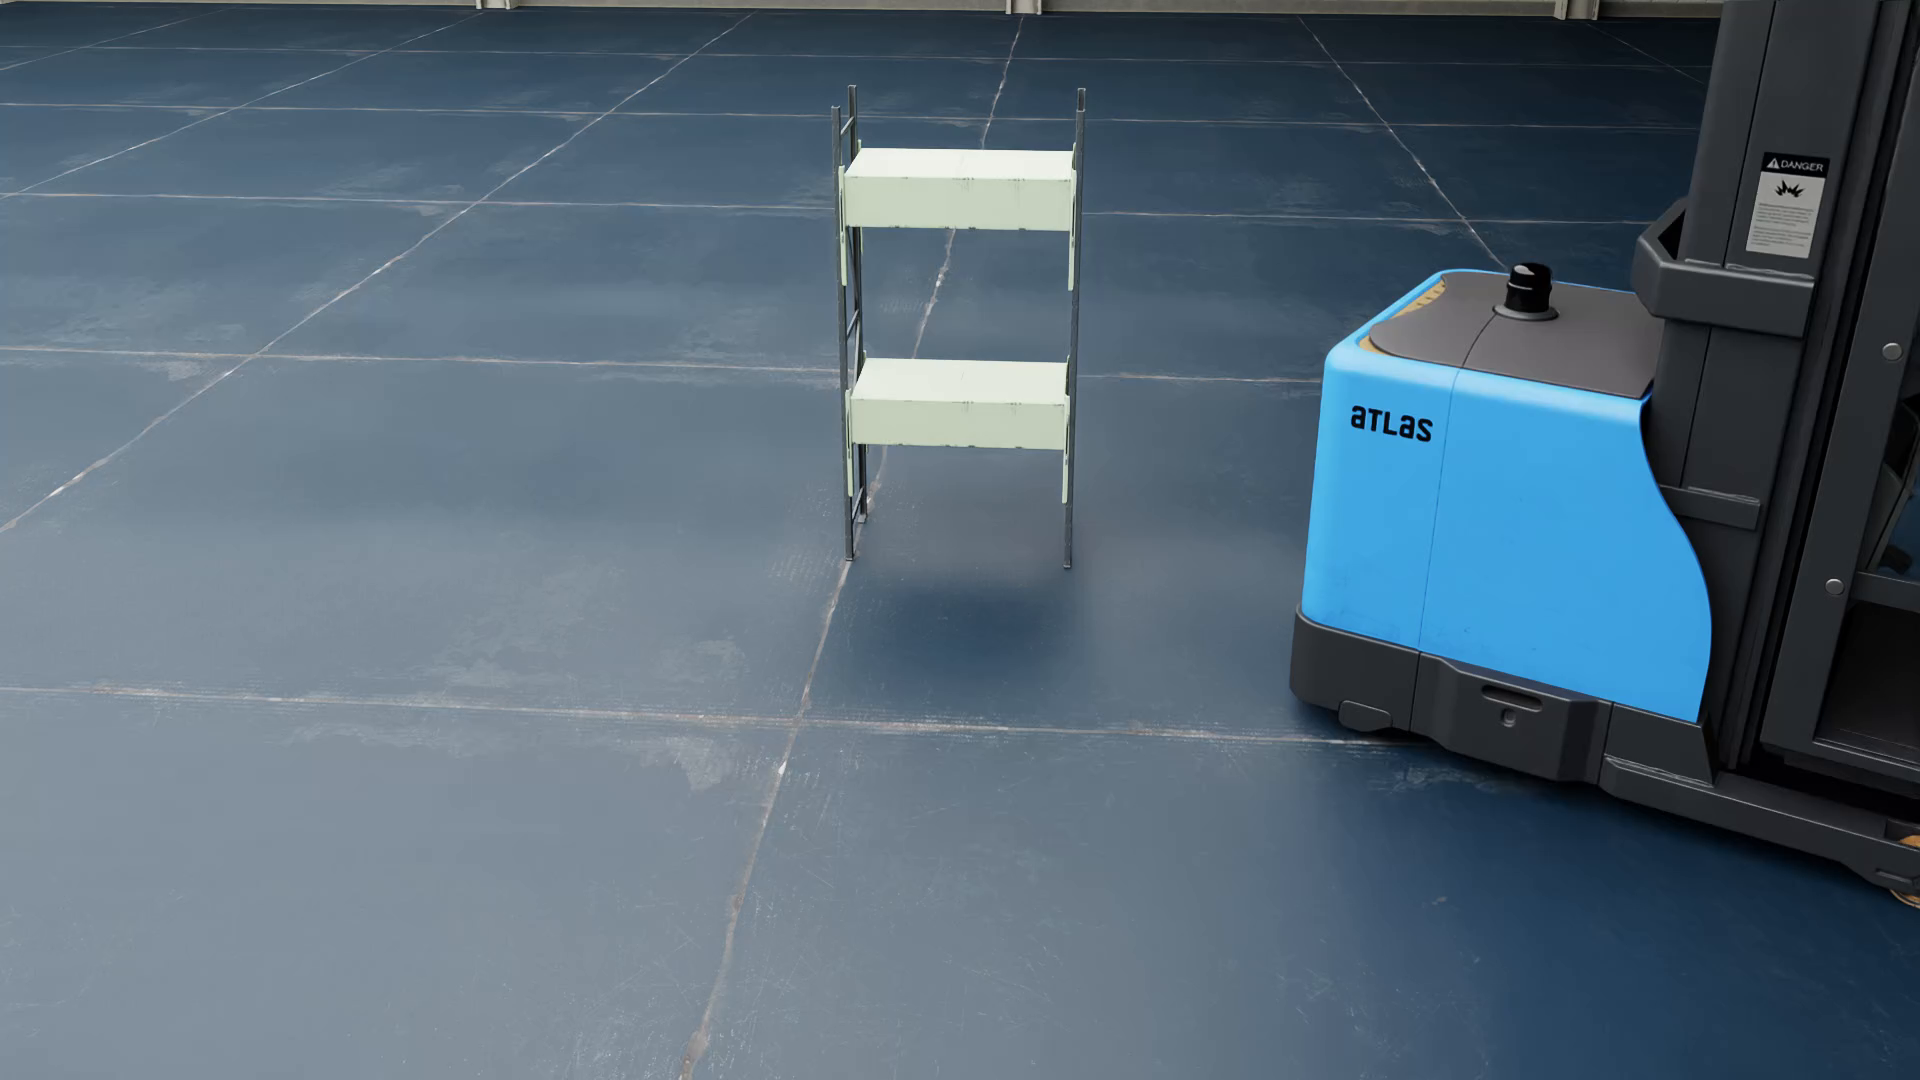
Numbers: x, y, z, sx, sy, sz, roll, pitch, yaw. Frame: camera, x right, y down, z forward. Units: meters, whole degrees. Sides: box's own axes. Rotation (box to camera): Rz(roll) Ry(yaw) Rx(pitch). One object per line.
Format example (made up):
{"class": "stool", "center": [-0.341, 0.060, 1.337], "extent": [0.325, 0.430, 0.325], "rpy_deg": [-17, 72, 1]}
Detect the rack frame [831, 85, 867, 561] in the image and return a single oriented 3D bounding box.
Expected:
{"class": "rack frame", "center": [-0.358, -0.693, 5.462], "extent": [0.023, 1.500, 0.400], "rpy_deg": [2, 25, 4]}

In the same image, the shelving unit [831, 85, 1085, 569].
{"class": "shelving unit", "center": [0.007, -0.681, 5.436], "extent": [0.755, 1.500, 0.431], "rpy_deg": [2, 25, 4]}

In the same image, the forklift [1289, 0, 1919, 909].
{"class": "forklift", "center": [2.445, -0.682, 3.725], "extent": [3.031, 2.935, 1.130], "rpy_deg": [15, 29, 29]}

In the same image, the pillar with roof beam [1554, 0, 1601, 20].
{"class": "pillar with roof beam", "center": [6.371, -7.981, 12.329], "extent": [0.400, 9.000, 9.100], "rpy_deg": [2, 25, 4]}

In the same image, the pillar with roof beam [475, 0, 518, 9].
{"class": "pillar with roof beam", "center": [-5.594, -8.365, 13.163], "extent": [0.400, 9.000, 9.100], "rpy_deg": [2, 25, 4]}

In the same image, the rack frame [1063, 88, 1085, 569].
{"class": "rack frame", "center": [0.372, -0.669, 5.411], "extent": [0.023, 1.500, 0.400], "rpy_deg": [2, 25, 4]}

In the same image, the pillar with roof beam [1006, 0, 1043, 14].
{"class": "pillar with roof beam", "center": [0.388, -8.173, 12.746], "extent": [0.400, 9.000, 9.100], "rpy_deg": [2, 25, 4]}

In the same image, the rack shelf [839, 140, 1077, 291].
{"class": "rack shelf", "center": [0.007, -1.036, 5.273], "extent": [0.720, 0.370, 0.431], "rpy_deg": [2, 25, 4]}

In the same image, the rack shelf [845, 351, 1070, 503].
{"class": "rack shelf", "center": [0.007, -0.385, 5.572], "extent": [0.720, 0.370, 0.431], "rpy_deg": [2, 25, 4]}
